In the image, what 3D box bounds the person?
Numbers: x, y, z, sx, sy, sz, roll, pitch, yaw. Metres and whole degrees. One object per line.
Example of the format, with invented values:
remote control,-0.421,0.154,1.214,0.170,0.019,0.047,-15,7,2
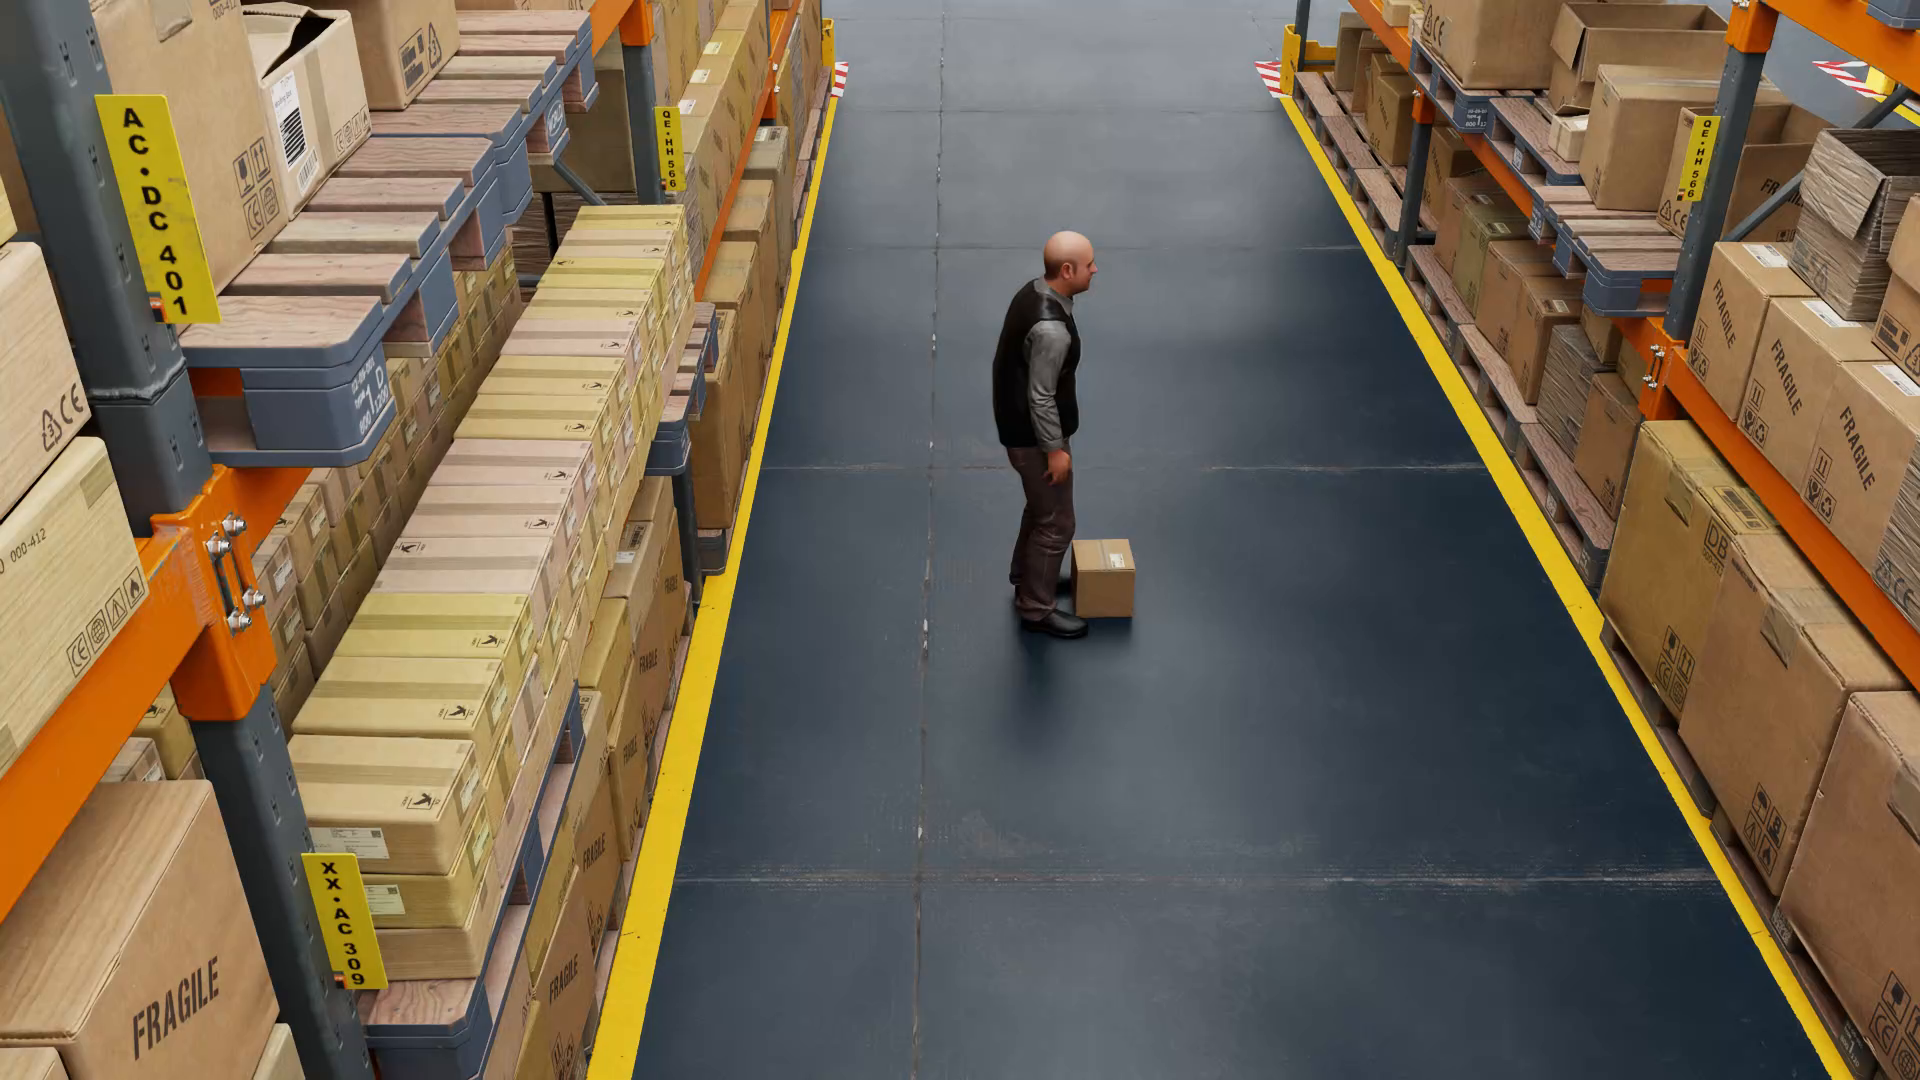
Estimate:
person,0.366,-0.451,6.898,0.373,1.720,0.580,0,31,0
